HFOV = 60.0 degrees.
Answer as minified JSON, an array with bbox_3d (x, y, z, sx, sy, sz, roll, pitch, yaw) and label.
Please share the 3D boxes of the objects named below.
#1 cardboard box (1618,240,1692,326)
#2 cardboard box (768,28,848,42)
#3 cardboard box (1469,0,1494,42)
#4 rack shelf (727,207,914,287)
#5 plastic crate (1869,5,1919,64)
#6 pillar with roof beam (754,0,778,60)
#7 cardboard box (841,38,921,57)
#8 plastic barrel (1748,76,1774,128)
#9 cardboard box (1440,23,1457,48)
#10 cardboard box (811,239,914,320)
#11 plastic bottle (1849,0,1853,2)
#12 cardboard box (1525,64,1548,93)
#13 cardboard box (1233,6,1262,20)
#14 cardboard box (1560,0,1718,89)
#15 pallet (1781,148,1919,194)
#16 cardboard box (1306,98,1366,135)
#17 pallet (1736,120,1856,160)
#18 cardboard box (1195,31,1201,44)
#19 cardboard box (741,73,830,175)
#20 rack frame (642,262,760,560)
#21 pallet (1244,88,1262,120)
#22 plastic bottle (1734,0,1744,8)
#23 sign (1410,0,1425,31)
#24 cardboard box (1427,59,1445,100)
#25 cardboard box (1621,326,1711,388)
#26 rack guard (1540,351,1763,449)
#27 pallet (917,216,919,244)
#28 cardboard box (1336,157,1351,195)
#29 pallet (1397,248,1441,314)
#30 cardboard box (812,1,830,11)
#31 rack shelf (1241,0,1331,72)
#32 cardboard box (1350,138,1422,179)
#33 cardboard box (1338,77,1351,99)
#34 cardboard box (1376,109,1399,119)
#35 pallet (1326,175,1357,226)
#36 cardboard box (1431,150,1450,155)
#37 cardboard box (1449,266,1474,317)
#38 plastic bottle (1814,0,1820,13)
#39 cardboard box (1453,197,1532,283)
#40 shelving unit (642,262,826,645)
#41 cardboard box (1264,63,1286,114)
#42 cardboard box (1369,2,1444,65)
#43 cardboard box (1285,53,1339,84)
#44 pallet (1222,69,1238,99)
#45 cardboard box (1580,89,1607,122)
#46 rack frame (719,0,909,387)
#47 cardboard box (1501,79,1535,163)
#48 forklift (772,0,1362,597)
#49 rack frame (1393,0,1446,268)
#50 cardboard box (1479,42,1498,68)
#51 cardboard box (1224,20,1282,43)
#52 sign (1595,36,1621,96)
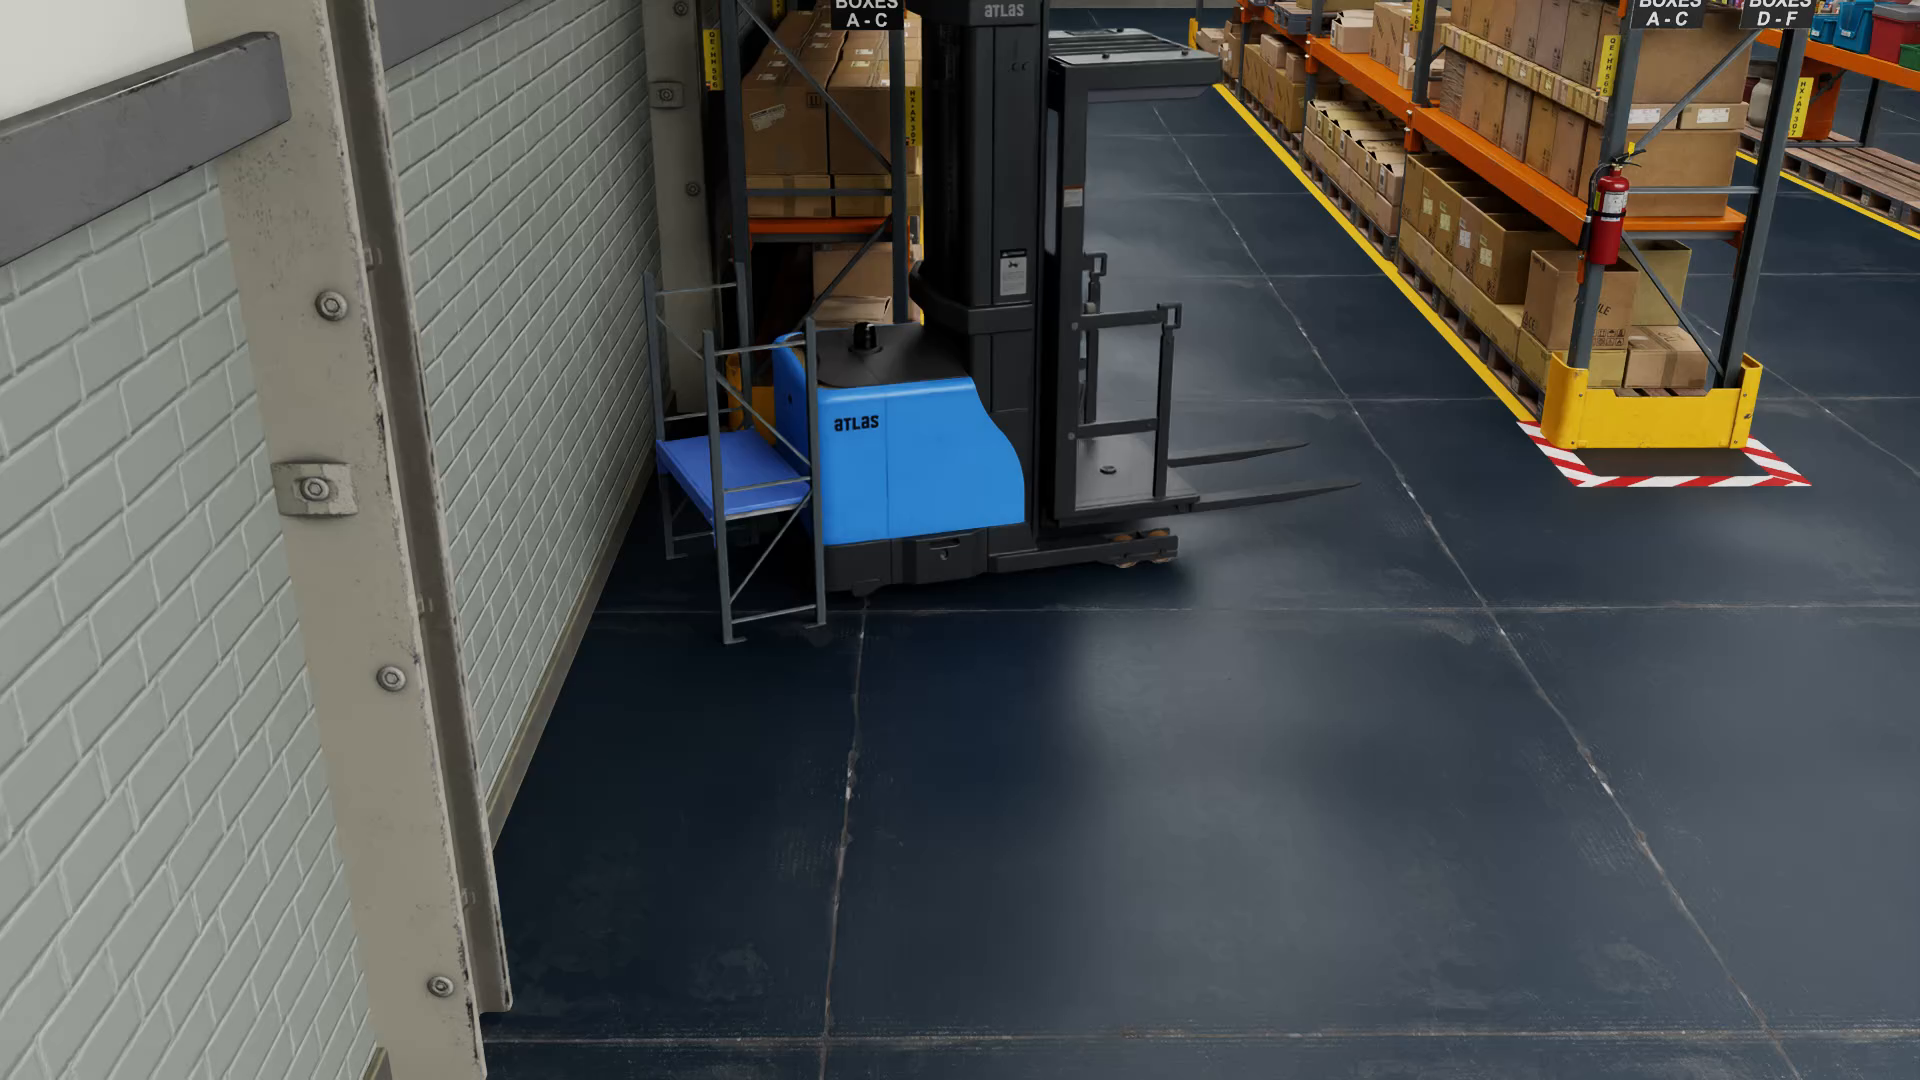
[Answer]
[{"bbox_3d":[4.359,-1.703,10.793,0.500,0.500,0.500,0,24,-1],"label":"cardboard box"},{"bbox_3d":[-1.050,-3.289,11.630,0.500,0.500,0.500,0,24,1],"label":"cardboard box"},{"bbox_3d":[4.124,-3.889,12.013,0.700,0.500,0.500,0,24,-1],"label":"cardboard box"},{"bbox_3d":[-0.826,-2.468,11.439,1.077,0.370,4.000,0,24,-1],"label":"rack shelf"},{"bbox_3d":[8.727,-4.674,15.367,0.402,0.464,0.583,0,24,-1],"label":"plastic crate"},{"bbox_3d":[2.563,-7.481,14.371,9.100,9.000,0.400,0,24,-1],"label":"pillar with roof beam"},{"bbox_3d":[-0.521,-3.081,11.170,0.500,0.500,0.500,0,24,1],"label":"cardboard box"},{"bbox_3d":[8.897,-4.804,18.241,0.421,0.512,0.421,0,24,0],"label":"plastic barrel"},{"bbox_3d":[3.915,-3.873,12.765,0.380,0.149,0.250,0,24,-1],"label":"cardboard box"},{"bbox_3d":[-0.686,-1.856,11.713,0.700,0.500,0.500,-2,24,-4],"label":"cardboard box"},{"bbox_3d":[9.376,-5.575,17.577,0.061,0.283,0.133,0,24,-1],"label":"plastic bottle"},{"bbox_3d":[3.939,-3.026,10.893,0.380,0.149,0.250,0,24,1],"label":"cardboard box"},{"bbox_3d":[4.227,-7.427,24.030,0.500,0.500,0.500,0,24,-1],"label":"cardboard box"},{"bbox_3d":[4.145,-3.063,10.186,0.700,0.500,0.500,-1,24,-2],"label":"cardboard box"},{"bbox_3d":[8.985,-3.722,16.724,1.003,0.211,1.213,0,24,-1],"label":"pallet"},{"bbox_3d":[3.774,-4.269,16.695,0.500,0.311,0.500,1,24,1],"label":"cardboard box"},{"bbox_3d":[8.965,-4.367,18.148,1.003,0.211,1.213,0,24,-1],"label":"pallet"},{"bbox_3d":[3.636,-7.316,24.211,0.380,0.149,0.250,0,24,-1],"label":"cardboard box"},{"bbox_3d":[-1.022,-2.447,9.768,0.500,0.500,0.500,-1,24,-1],"label":"cardboard box"},{"bbox_3d":[-1.282,-0.628,8.318,0.500,1.500,0.032,-10,26,-22],"label":"rack frame"},{"bbox_3d":[4.065,-5.334,20.288,1.003,0.211,1.213,0,24,-1],"label":"pallet"},{"bbox_3d":[8.572,-5.895,18.286,0.061,0.283,0.133,0,24,-1],"label":"plastic bottle"},{"bbox_3d":[3.563,-4.128,12.929,0.100,0.325,0.005,0,24,-1],"label":"sign"},{"bbox_3d":[4.057,-3.778,13.645,0.500,0.250,0.500,1,24,3],"label":"cardboard box"},{"bbox_3d":[4.366,-1.156,10.492,0.500,0.250,0.500,0,24,-1],"label":"cardboard box"},{"bbox_3d":[4.150,-0.846,10.015,1.175,0.500,0.348,0,24,-1],"label":"rack guard"},{"bbox_3d":[-0.858,-2.670,14.397,1.003,0.211,1.213,0,24,-1],"label":"pallet"},{"bbox_3d":[3.797,-3.380,15.411,0.500,0.250,0.500,0,24,1],"label":"cardboard box"},{"bbox_3d":[4.072,-2.045,13.015,1.003,0.211,1.213,0,24,-1],"label":"pallet"},{"bbox_3d":[-0.819,-4.075,13.466,0.700,0.500,0.500,0,24,0],"label":"cardboard box"},{"bbox_3d":[4.040,-5.788,18.781,1.077,0.370,4.000,0,24,-1],"label":"rack shelf"},{"bbox_3d":[3.800,-3.423,14.825,0.500,0.311,0.500,0,24,-1],"label":"cardboard box"},{"bbox_3d":[4.332,-4.758,18.129,0.500,0.500,0.500,-1,24,-2],"label":"cardboard box"},{"bbox_3d":[4.326,-4.057,16.226,0.500,0.311,0.500,-1,24,-1],"label":"cardboard box"},{"bbox_3d":[4.042,-3.180,15.526,1.003,0.211,1.213,0,24,-1],"label":"pallet"},{"bbox_3d":[4.350,-3.215,14.365,0.500,0.311,0.500,-1,24,-1],"label":"cardboard box"},{"bbox_3d":[3.820,-1.771,11.854,0.500,0.250,0.500,0,24,-1],"label":"cardboard box"},{"bbox_3d":[9.351,-5.822,18.139,0.097,0.271,0.097,0,24,0],"label":"plastic bottle"},{"bbox_3d":[3.816,-2.113,11.699,0.500,0.500,0.500,0,24,-1],"label":"cardboard box"},{"bbox_3d":[-1.075,-0.437,7.895,0.538,1.500,1.048,-10,26,-22],"label":"shelving unit"},{"bbox_3d":[3.800,-5.167,19.034,0.500,0.500,0.500,-1,24,-3],"label":"cardboard box"},{"bbox_3d":[4.097,-4.646,15.261,0.500,0.500,0.500,-2,24,-3],"label":"cardboard box"},{"bbox_3d":[3.812,-5.102,17.981,0.500,0.250,0.500,1,24,1],"label":"cardboard box"},{"bbox_3d":[4.012,-5.952,21.655,1.003,0.211,1.213,0,24,-1],"label":"pallet"},{"bbox_3d":[3.950,-2.601,9.952,0.380,0.149,0.250,0,24,1],"label":"cardboard box"},{"bbox_3d":[-0.804,-1.971,9.469,1.000,3.000,0.127,0,24,-1],"label":"rack frame"},{"bbox_3d":[4.137,-2.871,11.337,0.700,0.500,0.500,0,24,1],"label":"cardboard box"},{"bbox_3d":[0.607,-1.393,8.273,3.031,2.935,1.130,-7,25,-15],"label":"forklift"},{"bbox_3d":[4.106,-3.643,13.166,1.000,3.000,0.127,0,24,-1],"label":"rack frame"},{"bbox_3d":[3.927,-3.452,11.834,0.380,0.149,0.250,-1,24,-2],"label":"cardboard box"},{"bbox_3d":[3.993,-6.777,22.590,0.797,0.503,0.637,0,24,-1],"label":"cardboard box"},{"bbox_3d":[3.607,-2.634,9.241,0.100,0.325,0.005,0,24,-1],"label":"sign"}]
